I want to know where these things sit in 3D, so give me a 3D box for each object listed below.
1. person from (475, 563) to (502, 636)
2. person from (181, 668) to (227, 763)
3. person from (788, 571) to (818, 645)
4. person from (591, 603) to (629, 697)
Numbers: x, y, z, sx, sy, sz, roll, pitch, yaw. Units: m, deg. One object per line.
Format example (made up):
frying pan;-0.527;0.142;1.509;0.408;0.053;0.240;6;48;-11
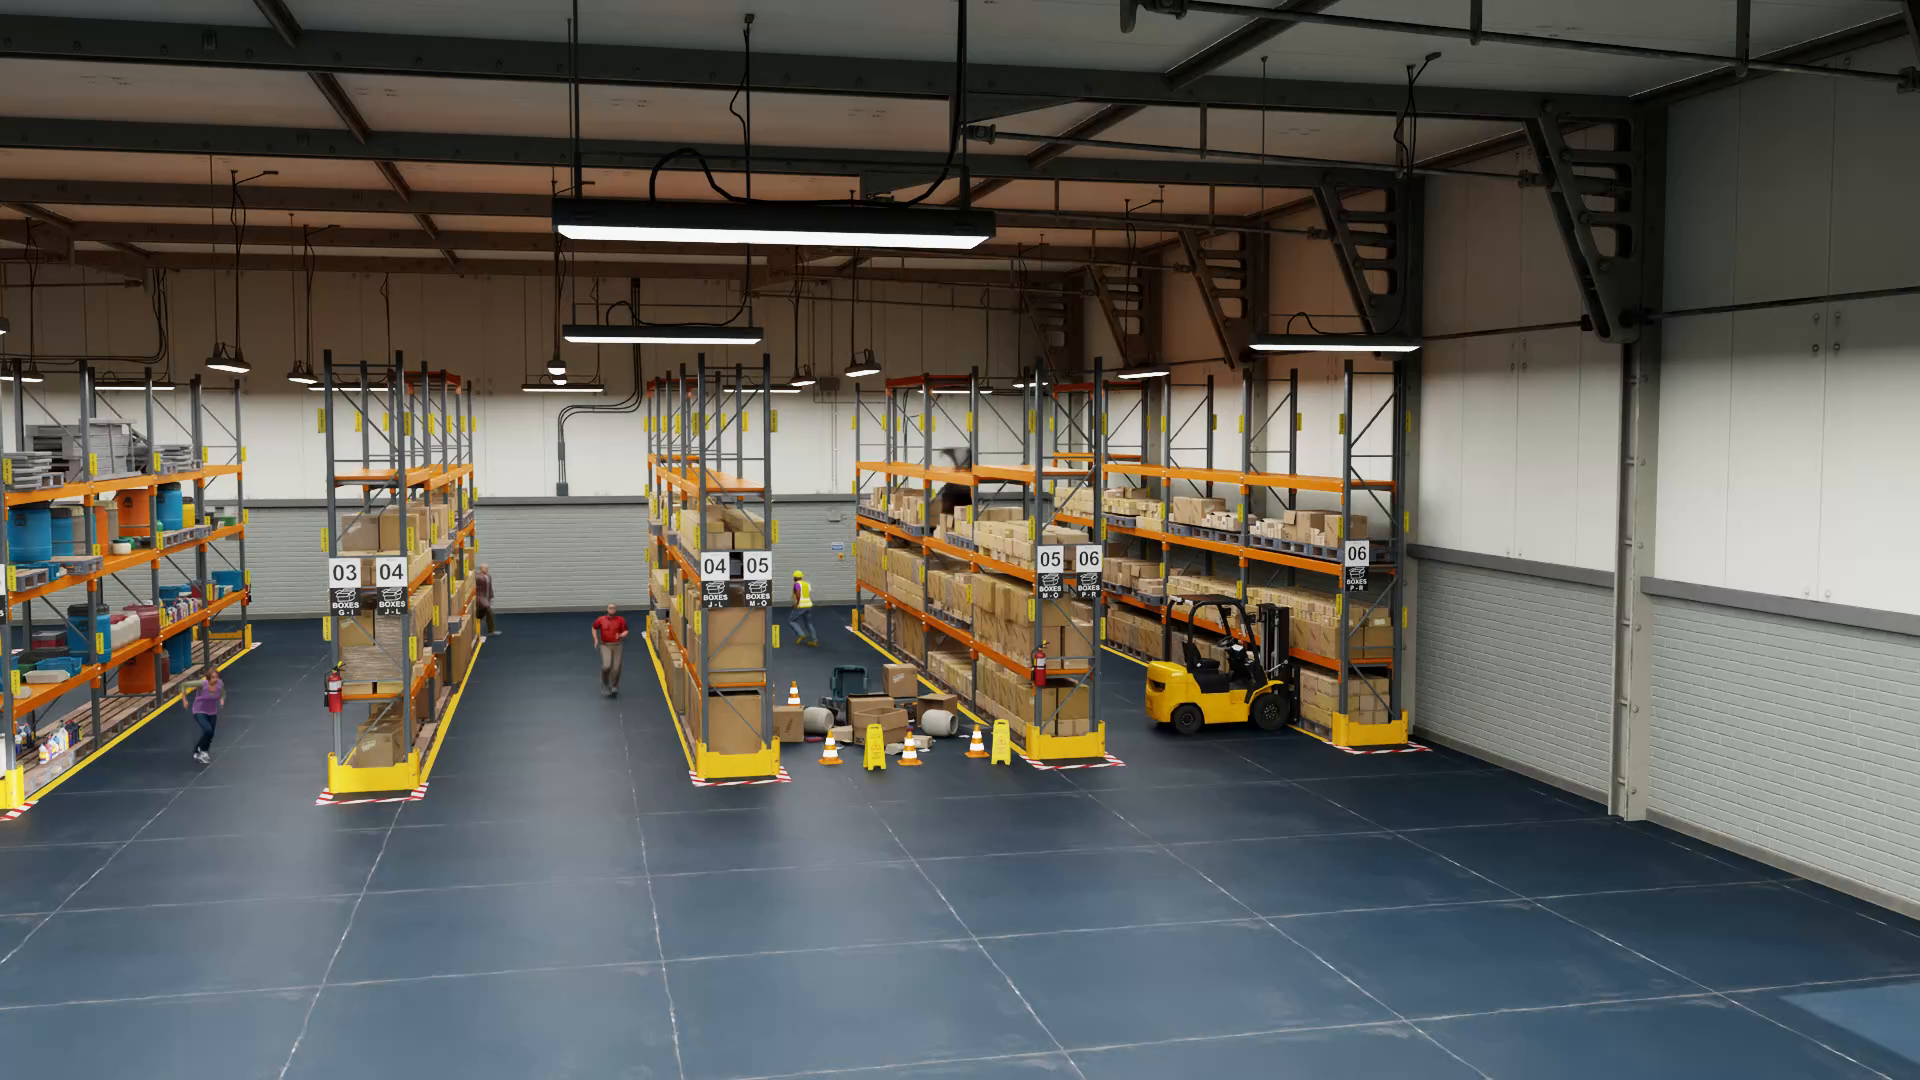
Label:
person;-11.301;1.442;39.346;1.116;1.622;0.590;1;4;17
person;-11.093;2.576;24.393;0.868;1.424;0.581;4;6;44
person;-3.601;1.535;37.698;0.932;1.662;0.721;3;5;39
person;-6.422;2.022;30.604;0.654;1.734;0.694;-1;4;-18
